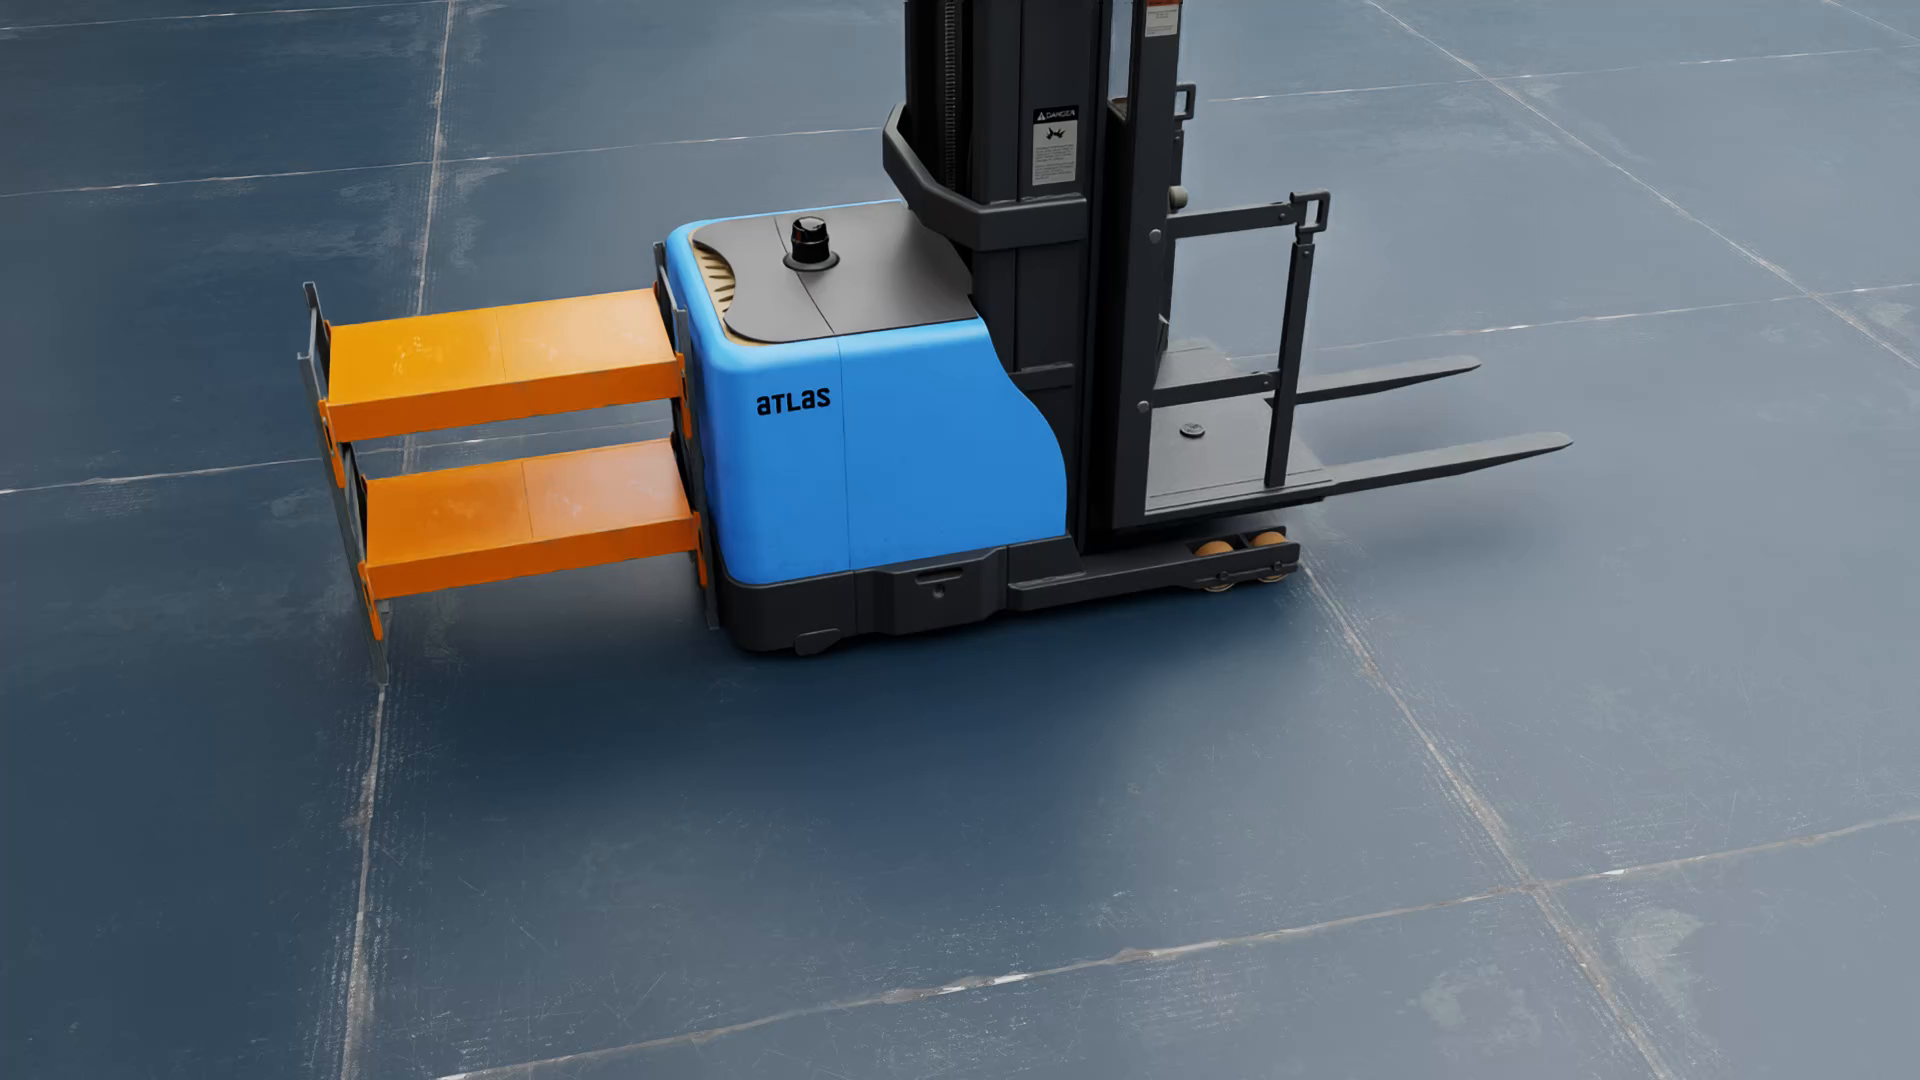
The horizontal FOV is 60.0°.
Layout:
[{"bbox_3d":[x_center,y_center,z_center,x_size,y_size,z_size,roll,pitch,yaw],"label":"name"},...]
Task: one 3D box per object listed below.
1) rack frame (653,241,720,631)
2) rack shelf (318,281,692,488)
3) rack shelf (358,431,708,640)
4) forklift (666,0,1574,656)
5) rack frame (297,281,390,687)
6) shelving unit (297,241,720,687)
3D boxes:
[{"bbox_3d":[-0.854,-0.312,5.206,0.032,1.125,0.500,-9,35,-14],"label":"rack frame"},{"bbox_3d":[-1.342,-0.475,4.924,1.000,0.278,0.538,-9,35,-14],"label":"rack shelf"},{"bbox_3d":[-1.342,-0.029,5.223,1.000,0.278,0.538,-9,35,-14],"label":"rack shelf"},{"bbox_3d":[0.621,-1.319,5.085,3.031,2.935,1.130,-9,35,-14],"label":"forklift"},{"bbox_3d":[-1.830,-0.153,4.968,0.032,1.125,0.500,-9,35,-14],"label":"rack frame"},{"bbox_3d":[-1.342,-0.232,5.087,1.048,1.125,0.538,-9,35,-14],"label":"shelving unit"}]
